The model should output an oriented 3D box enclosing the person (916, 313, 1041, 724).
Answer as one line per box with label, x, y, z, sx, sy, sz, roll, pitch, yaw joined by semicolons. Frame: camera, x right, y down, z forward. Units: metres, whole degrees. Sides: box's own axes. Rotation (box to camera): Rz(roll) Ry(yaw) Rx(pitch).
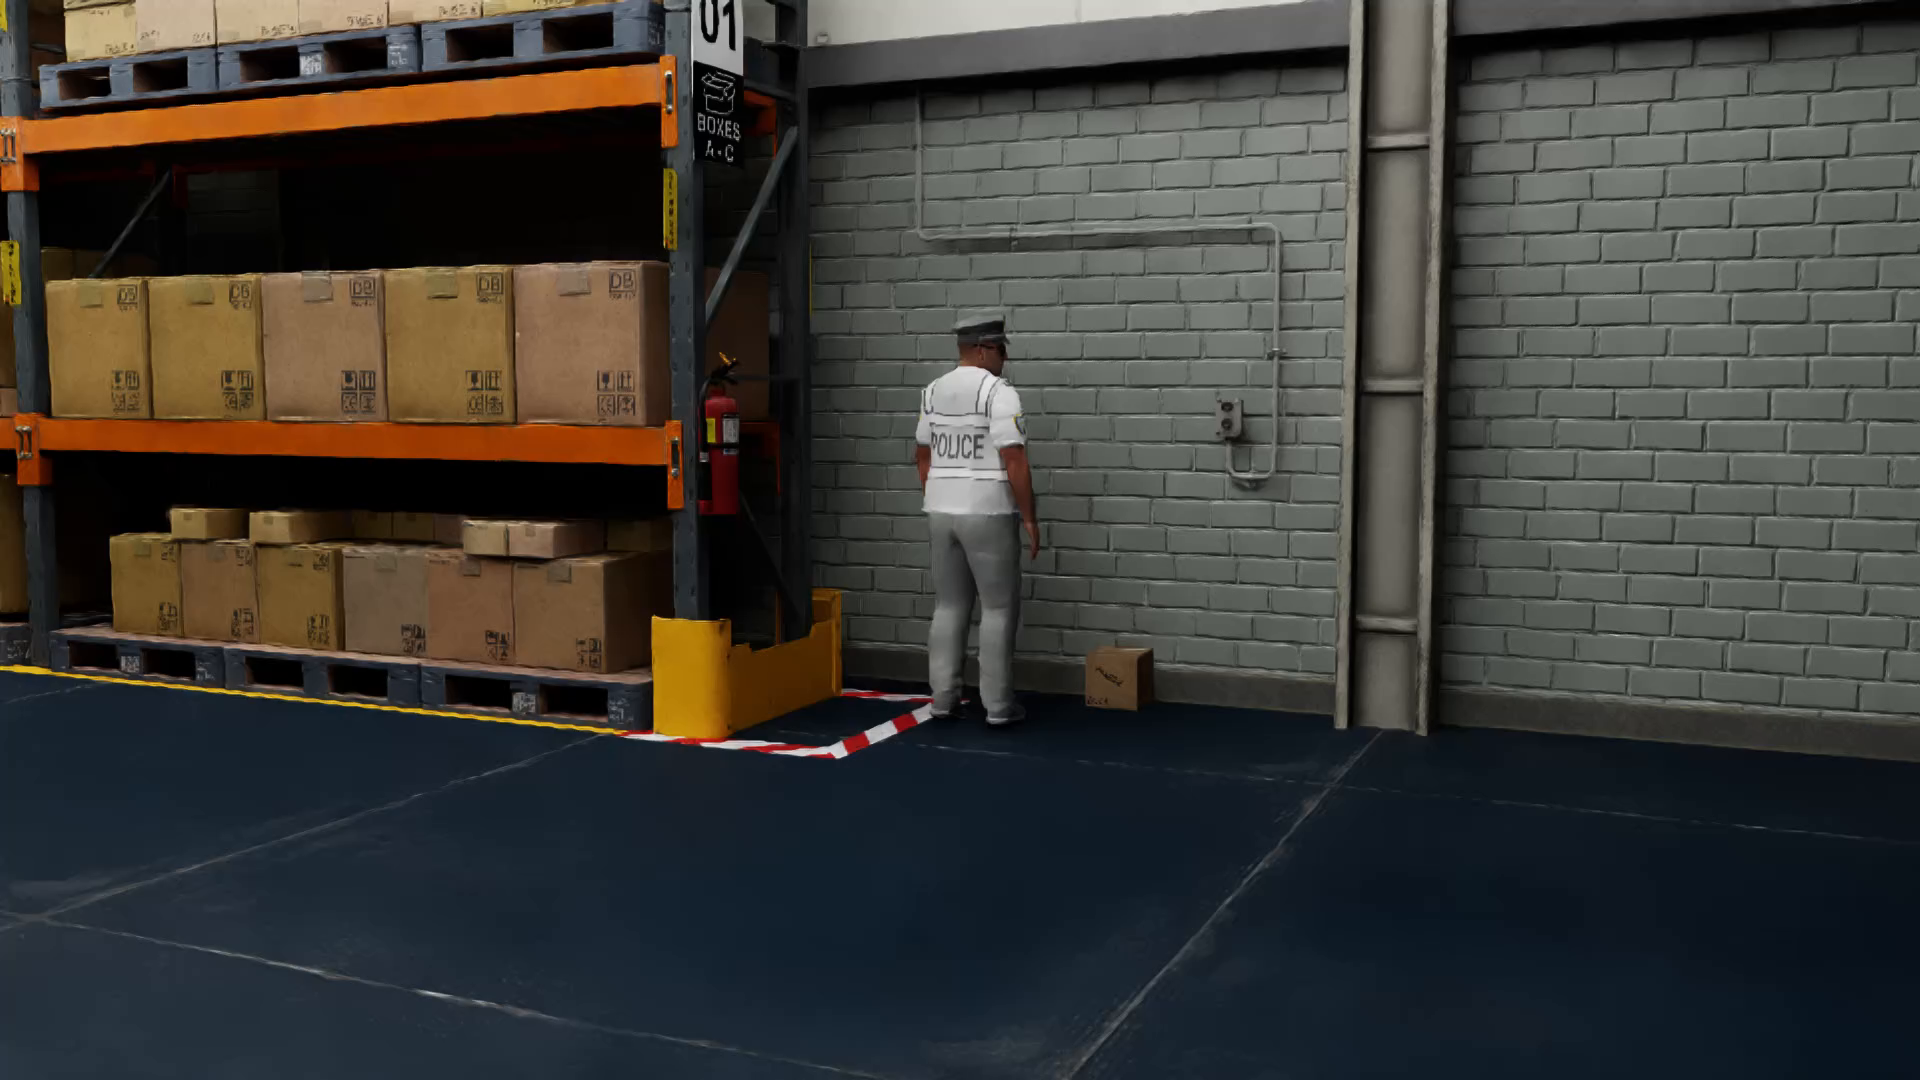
person;0.084;-0.067;7.174;0.588;1.805;0.443;5;7;40
